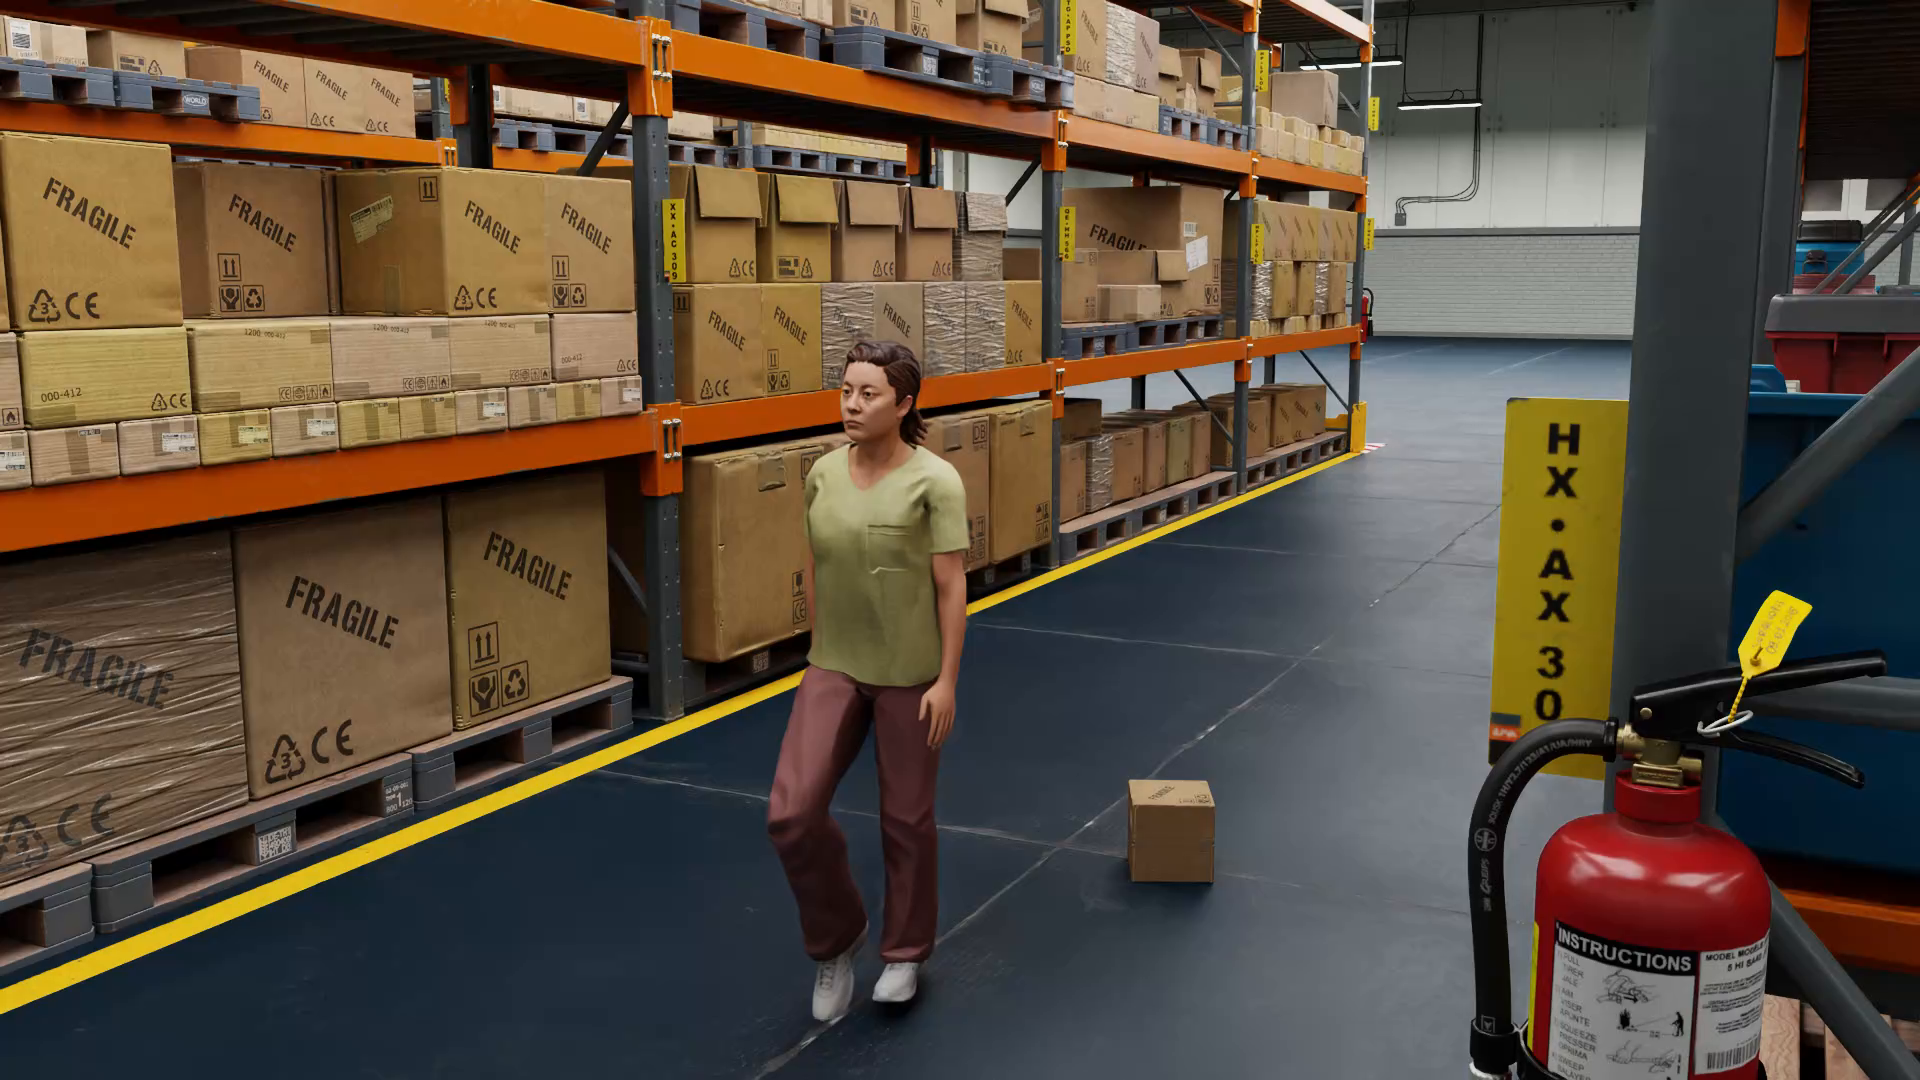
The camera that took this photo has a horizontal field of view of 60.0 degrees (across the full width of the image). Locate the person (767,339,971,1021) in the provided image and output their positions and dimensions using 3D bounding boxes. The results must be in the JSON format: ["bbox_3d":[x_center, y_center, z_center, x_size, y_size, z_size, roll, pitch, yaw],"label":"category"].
[{"bbox_3d":[-0.202,0.370,4.087,0.463,1.714,0.479,3,10,17],"label":"person"}]
